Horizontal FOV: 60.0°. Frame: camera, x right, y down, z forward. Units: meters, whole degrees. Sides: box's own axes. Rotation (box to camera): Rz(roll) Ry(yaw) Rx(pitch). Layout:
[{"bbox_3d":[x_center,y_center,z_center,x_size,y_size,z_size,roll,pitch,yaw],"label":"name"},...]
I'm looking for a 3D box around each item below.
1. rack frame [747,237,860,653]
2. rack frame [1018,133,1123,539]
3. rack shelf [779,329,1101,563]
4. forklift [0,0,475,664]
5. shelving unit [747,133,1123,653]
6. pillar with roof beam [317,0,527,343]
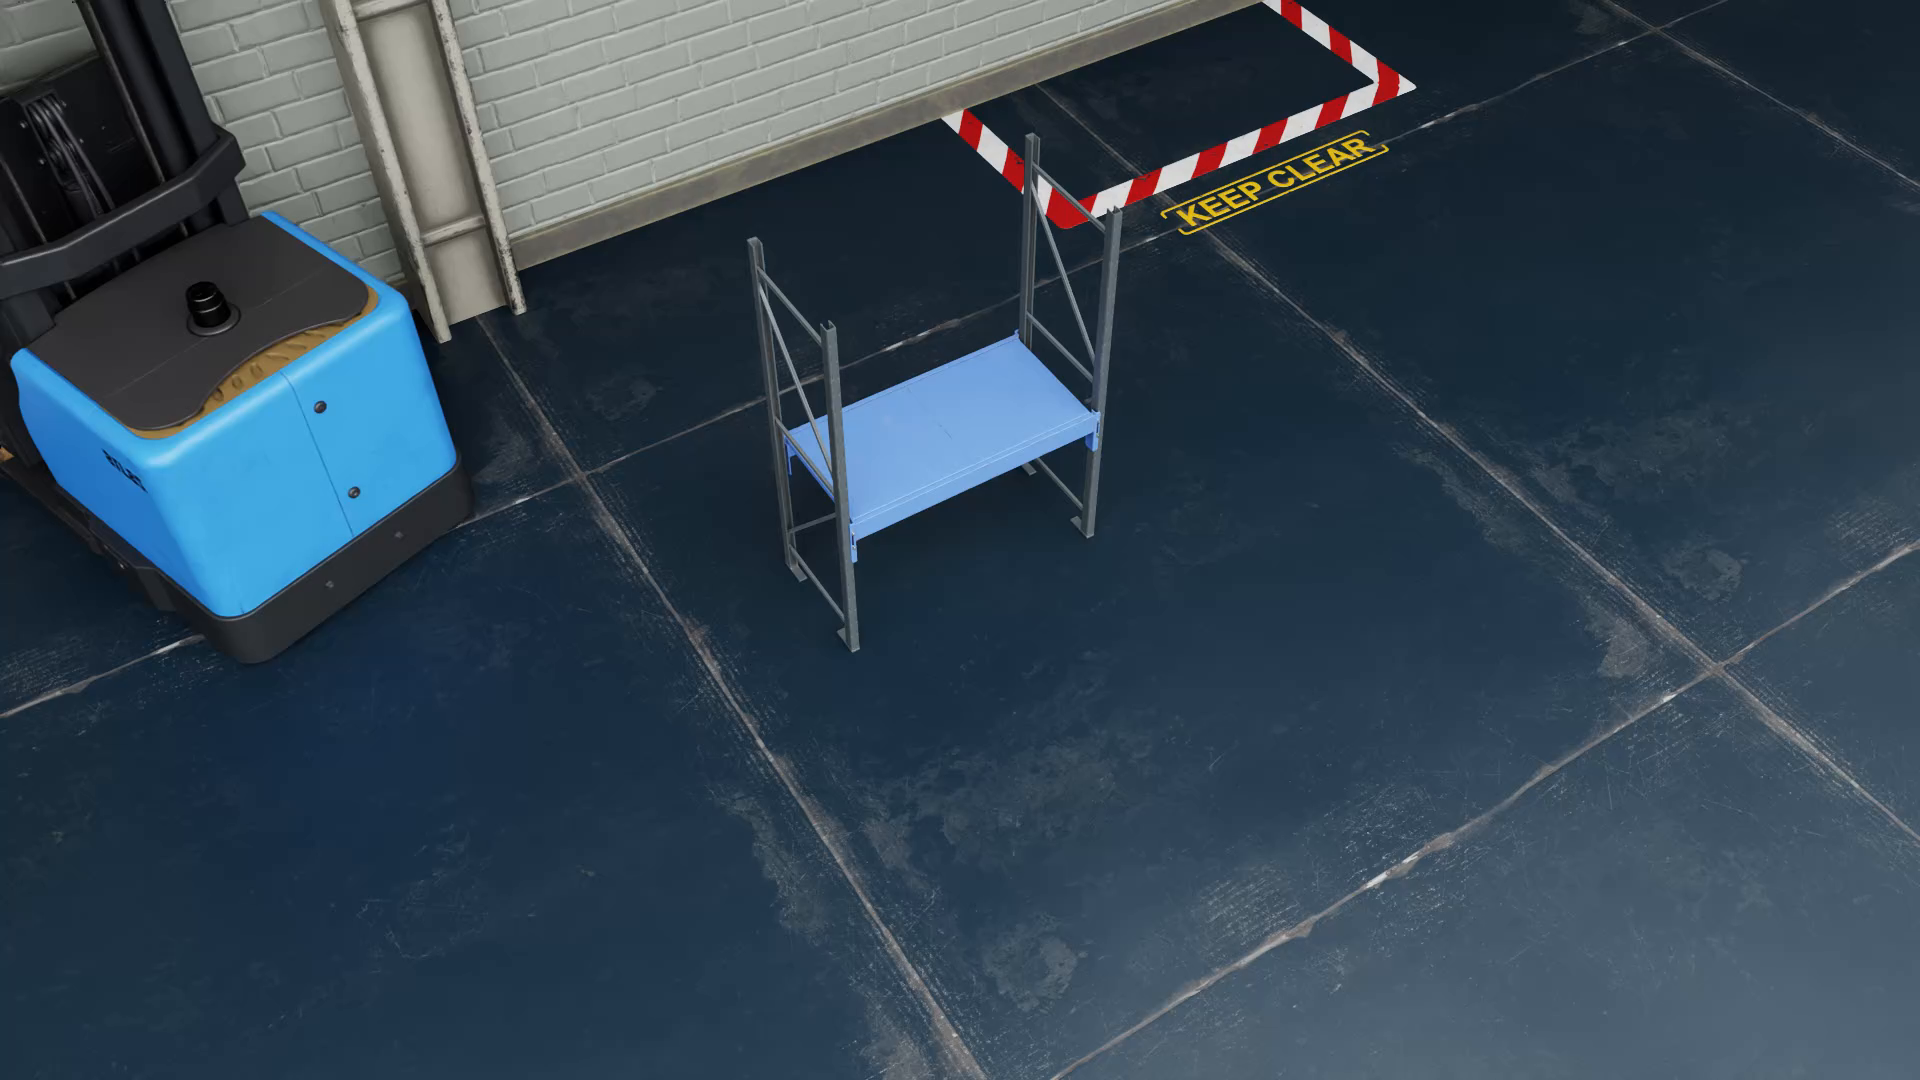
[{"bbox_3d":[-0.502,-0.262,5.479,0.032,1.500,0.500,-25,53,-21],"label":"rack frame"},{"bbox_3d":[0.358,-0.667,5.840,0.032,1.500,0.500,-25,53,-21],"label":"rack frame"},{"bbox_3d":[-0.072,-0.345,5.794,1.000,0.185,0.538,-25,53,-21],"label":"rack shelf"},{"bbox_3d":[-3.292,-1.481,5.607,3.031,2.935,1.130,31,55,25],"label":"forklift"},{"bbox_3d":[-0.072,-0.465,5.660,1.048,1.500,0.538,-25,53,-21],"label":"shelving unit"},{"bbox_3d":[0.195,-1.274,1.359,0.400,9.000,9.100,-25,53,-21],"label":"pillar with roof beam"}]
